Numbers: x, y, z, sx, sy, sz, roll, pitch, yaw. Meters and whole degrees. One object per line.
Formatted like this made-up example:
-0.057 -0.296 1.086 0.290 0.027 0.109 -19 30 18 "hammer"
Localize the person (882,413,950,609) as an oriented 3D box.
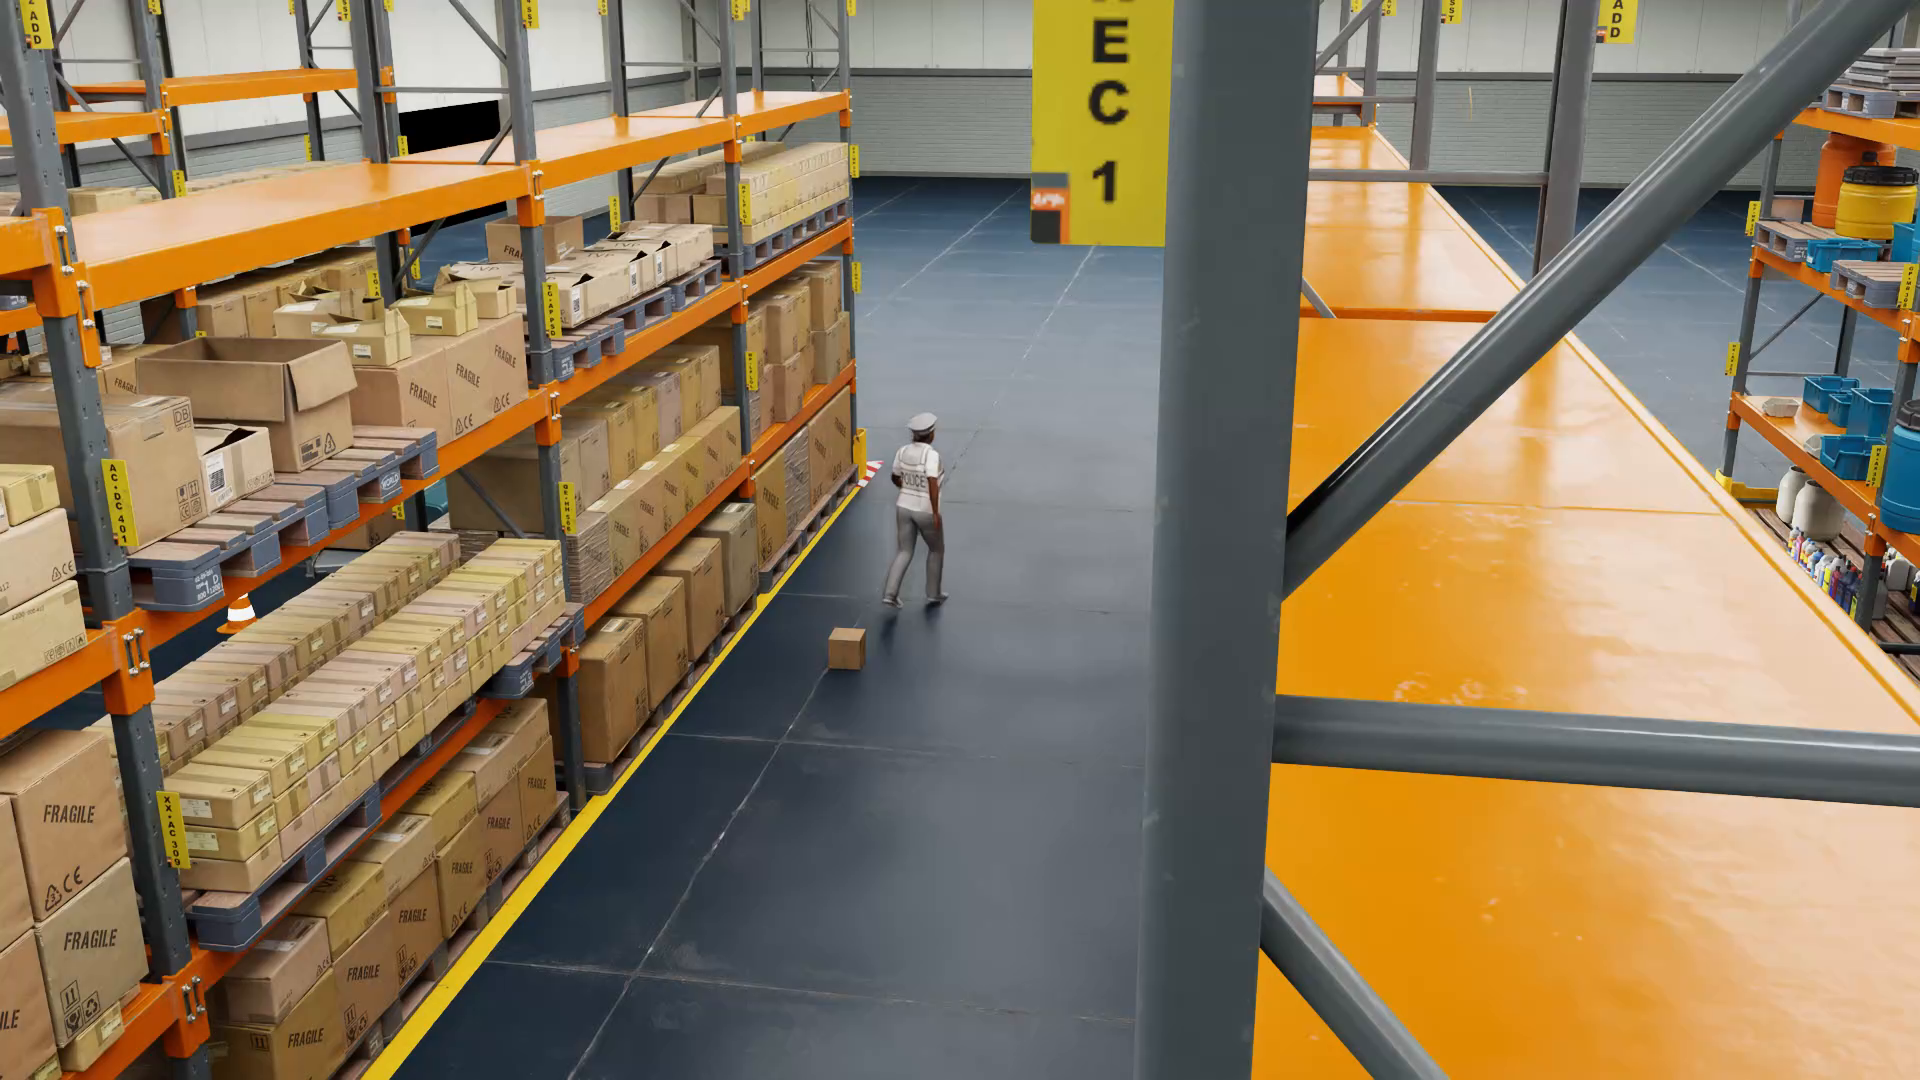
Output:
-0.374 -0.214 14.118 0.597 1.692 0.776 11 21 30 "person"
